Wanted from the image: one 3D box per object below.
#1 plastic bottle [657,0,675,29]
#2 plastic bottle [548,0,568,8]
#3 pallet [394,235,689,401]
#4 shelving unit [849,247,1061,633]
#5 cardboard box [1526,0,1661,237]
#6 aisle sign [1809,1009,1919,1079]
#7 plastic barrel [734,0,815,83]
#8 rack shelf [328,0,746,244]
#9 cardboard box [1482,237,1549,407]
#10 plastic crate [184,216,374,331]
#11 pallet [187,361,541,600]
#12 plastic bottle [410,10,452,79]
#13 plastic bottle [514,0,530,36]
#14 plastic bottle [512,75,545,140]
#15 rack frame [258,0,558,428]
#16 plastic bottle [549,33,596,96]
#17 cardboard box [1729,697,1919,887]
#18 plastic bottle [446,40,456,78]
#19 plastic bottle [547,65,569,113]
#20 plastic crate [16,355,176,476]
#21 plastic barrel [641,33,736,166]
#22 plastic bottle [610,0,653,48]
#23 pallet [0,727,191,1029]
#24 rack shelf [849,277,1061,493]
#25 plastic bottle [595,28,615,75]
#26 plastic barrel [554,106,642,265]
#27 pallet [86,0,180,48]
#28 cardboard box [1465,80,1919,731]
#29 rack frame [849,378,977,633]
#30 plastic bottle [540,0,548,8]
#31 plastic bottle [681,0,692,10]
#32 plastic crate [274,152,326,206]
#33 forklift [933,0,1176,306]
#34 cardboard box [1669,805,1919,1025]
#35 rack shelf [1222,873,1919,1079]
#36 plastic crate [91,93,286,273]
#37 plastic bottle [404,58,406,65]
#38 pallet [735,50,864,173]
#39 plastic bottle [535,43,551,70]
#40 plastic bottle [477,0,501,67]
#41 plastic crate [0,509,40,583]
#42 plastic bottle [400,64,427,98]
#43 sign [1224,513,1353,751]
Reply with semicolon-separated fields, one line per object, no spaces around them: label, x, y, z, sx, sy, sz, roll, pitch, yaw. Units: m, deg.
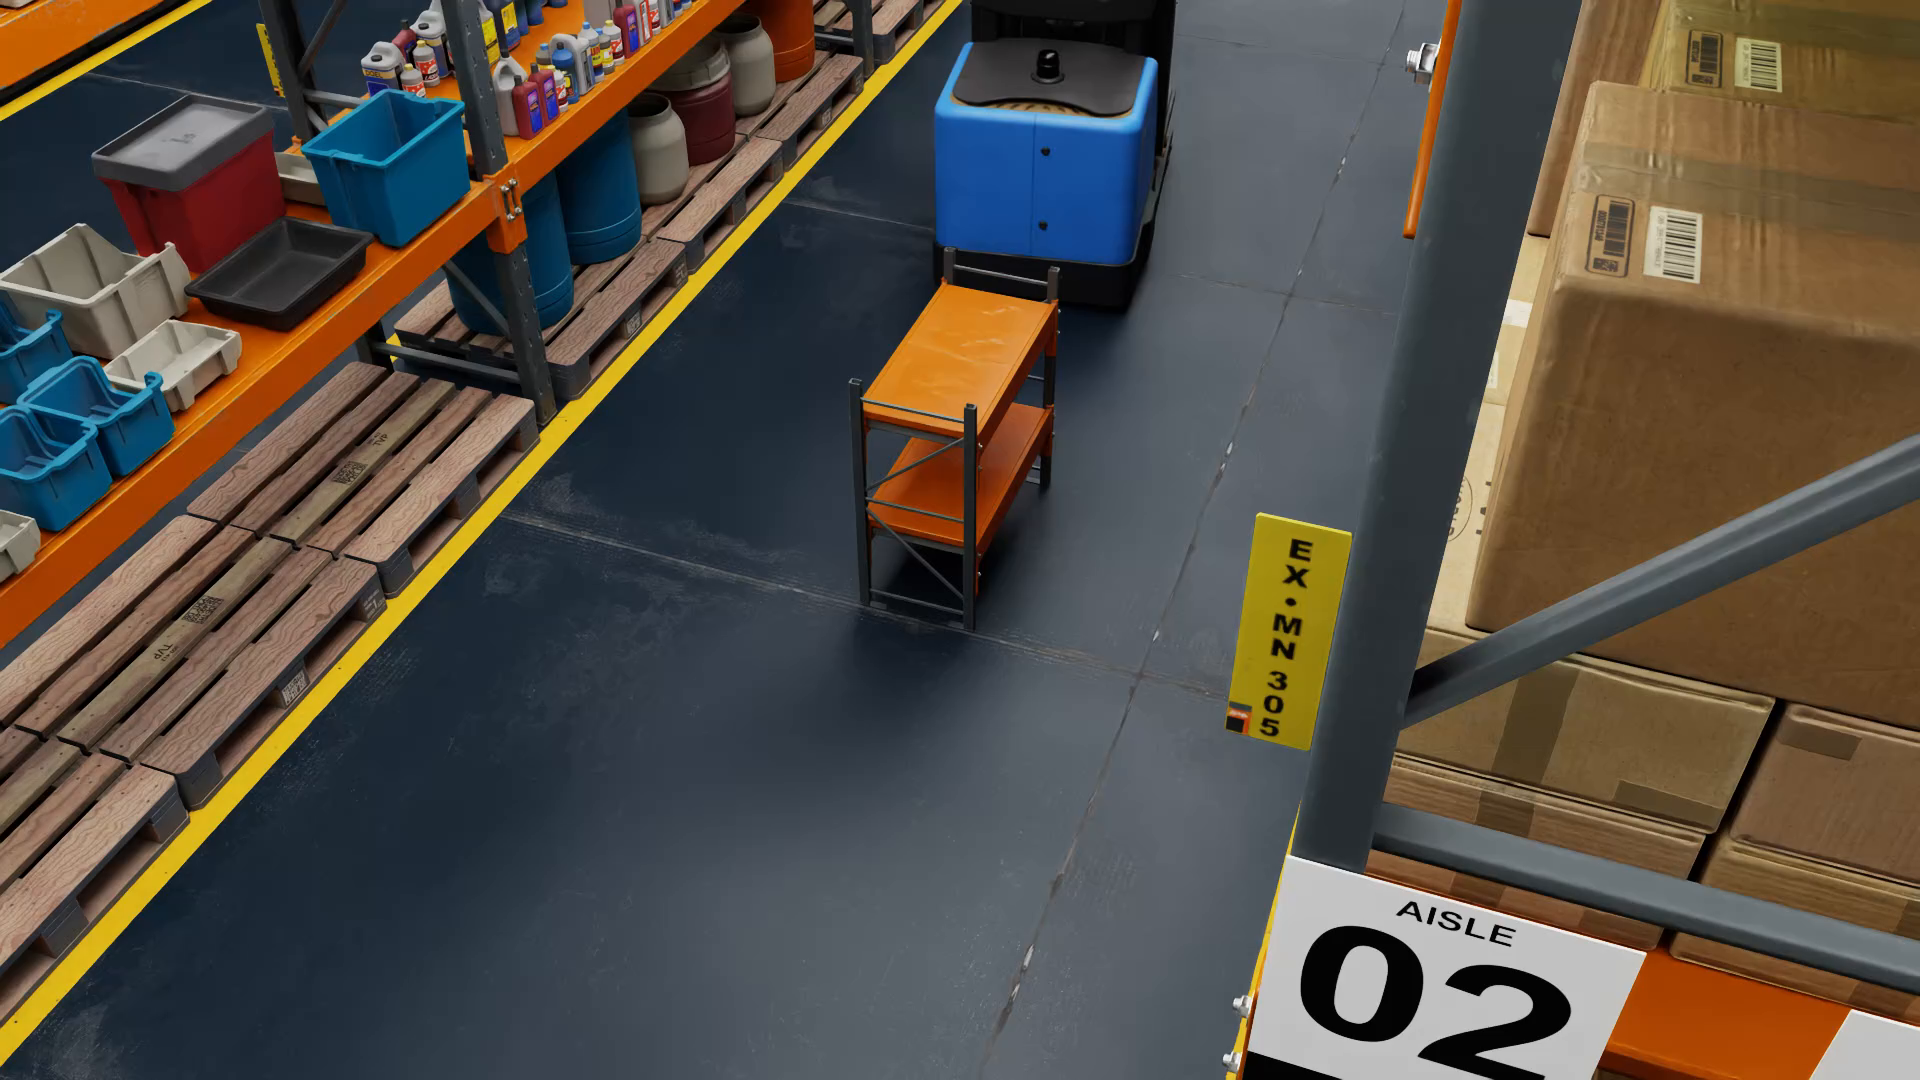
plastic bottle;-1.503;-2.678;8.173;0.152;0.276;0.135;13;42;15
plastic bottle;-2.038;-2.822;8.345;0.097;0.271;0.097;0;40;0
pallet;-2.112;-1.221;8.519;1.003;0.211;1.213;13;42;15
shelving unit;-0.002;-0.424;6.880;0.538;1.125;1.048;13;42;15
cardboard box;1.351;-0.771;2.684;0.700;0.500;0.500;13;42;15
aisle sign;1.123;0.838;1.954;0.394;0.787;0.004;13;42;15
plastic barrel;-1.199;-3.293;10.147;0.600;0.830;0.708;13;42;15
rack shelf;-1.732;-2.767;8.737;1.077;0.370;4.000;13;42;15
cardboard box;0.977;-0.229;2.626;0.500;0.250;0.500;13;42;15
plastic crate;-2.546;-0.997;6.273;0.437;0.125;0.590;13;42;15
pallet;-2.630;-0.303;7.443;1.003;0.211;1.213;13;42;15
plastic bottle;-2.460;-2.309;7.741;0.152;0.276;0.135;13;42;15
plastic bottle;-2.164;-2.598;8.083;0.097;0.271;0.097;0;40;0
plastic bottle;-1.889;-1.906;7.262;0.061;0.283;0.133;13;42;15
rack frame;-2.416;-1.821;7.073;1.000;3.000;0.127;13;42;15
plastic bottle;-1.774;-2.195;7.607;0.152;0.276;0.135;13;42;15
cardboard box;1.290;0.191;2.135;0.500;0.250;0.500;13;42;15
plastic bottle;-2.336;-2.264;7.746;0.097;0.201;0.097;0;40;0
plastic bottle;-1.821;-2.030;7.471;0.097;0.201;0.097;0;40;0
plastic crate;-2.837;-0.404;5.495;0.416;0.233;0.300;13;42;15
plastic barrel;-1.585;-2.512;9.418;0.600;0.588;0.708;13;42;15
plastic bottle;-1.583;-2.536;8.007;0.152;0.276;0.135;13;42;15
pallet;-3.465;1.185;5.698;1.003;0.211;1.213;13;42;15
rack shelf;-0.002;-0.646;6.690;0.538;0.278;1.000;13;42;15
plastic bottle;-1.675;-2.290;7.776;0.097;0.201;0.097;0;40;0
plastic barrel;-1.971;-1.942;8.509;0.600;0.901;0.708;13;42;15
pallet;-6.042;-3.835;11.582;1.003;0.211;1.213;13;42;15
cardboard box;1.030;-0.156;1.963;0.700;0.500;0.500;13;42;15
rack frame;-0.176;-0.114;6.517;0.500;1.125;0.032;13;42;15
plastic bottle;-2.162;-2.840;8.363;0.152;0.276;0.135;13;42;15
plastic bottle;-1.405;-2.800;8.320;0.097;0.271;0.097;0;40;0
plastic crate;-2.709;-1.491;6.844;0.396;0.136;0.243;13;42;15
forklift;0.652;-3.279;8.835;1.130;2.935;3.031;7;41;9
cardboard box;1.285;0.379;2.299;0.500;0.250;0.500;13;42;15
rack shelf;1.554;-0.367;3.612;1.077;0.370;4.000;13;42;15
plastic crate;-2.957;-1.379;6.460;0.402;0.464;0.583;13;42;15
plastic bottle;-2.571;-2.134;7.594;0.097;0.201;0.097;0;40;0
pallet;-1.278;-2.710;10.263;1.003;0.211;1.213;13;42;15
plastic bottle;-1.898;-2.183;7.650;0.097;0.201;0.097;0;40;0
plastic bottle;-2.273;-2.403;7.794;0.144;0.351;0.185;13;42;15
plastic crate;-2.970;0.028;5.063;0.250;0.136;0.298;13;42;15
plastic bottle;-2.461;-2.041;7.484;0.097;0.201;0.097;0;40;0
sign;0.355;0.107;1.820;0.100;0.325;0.005;13;42;15
